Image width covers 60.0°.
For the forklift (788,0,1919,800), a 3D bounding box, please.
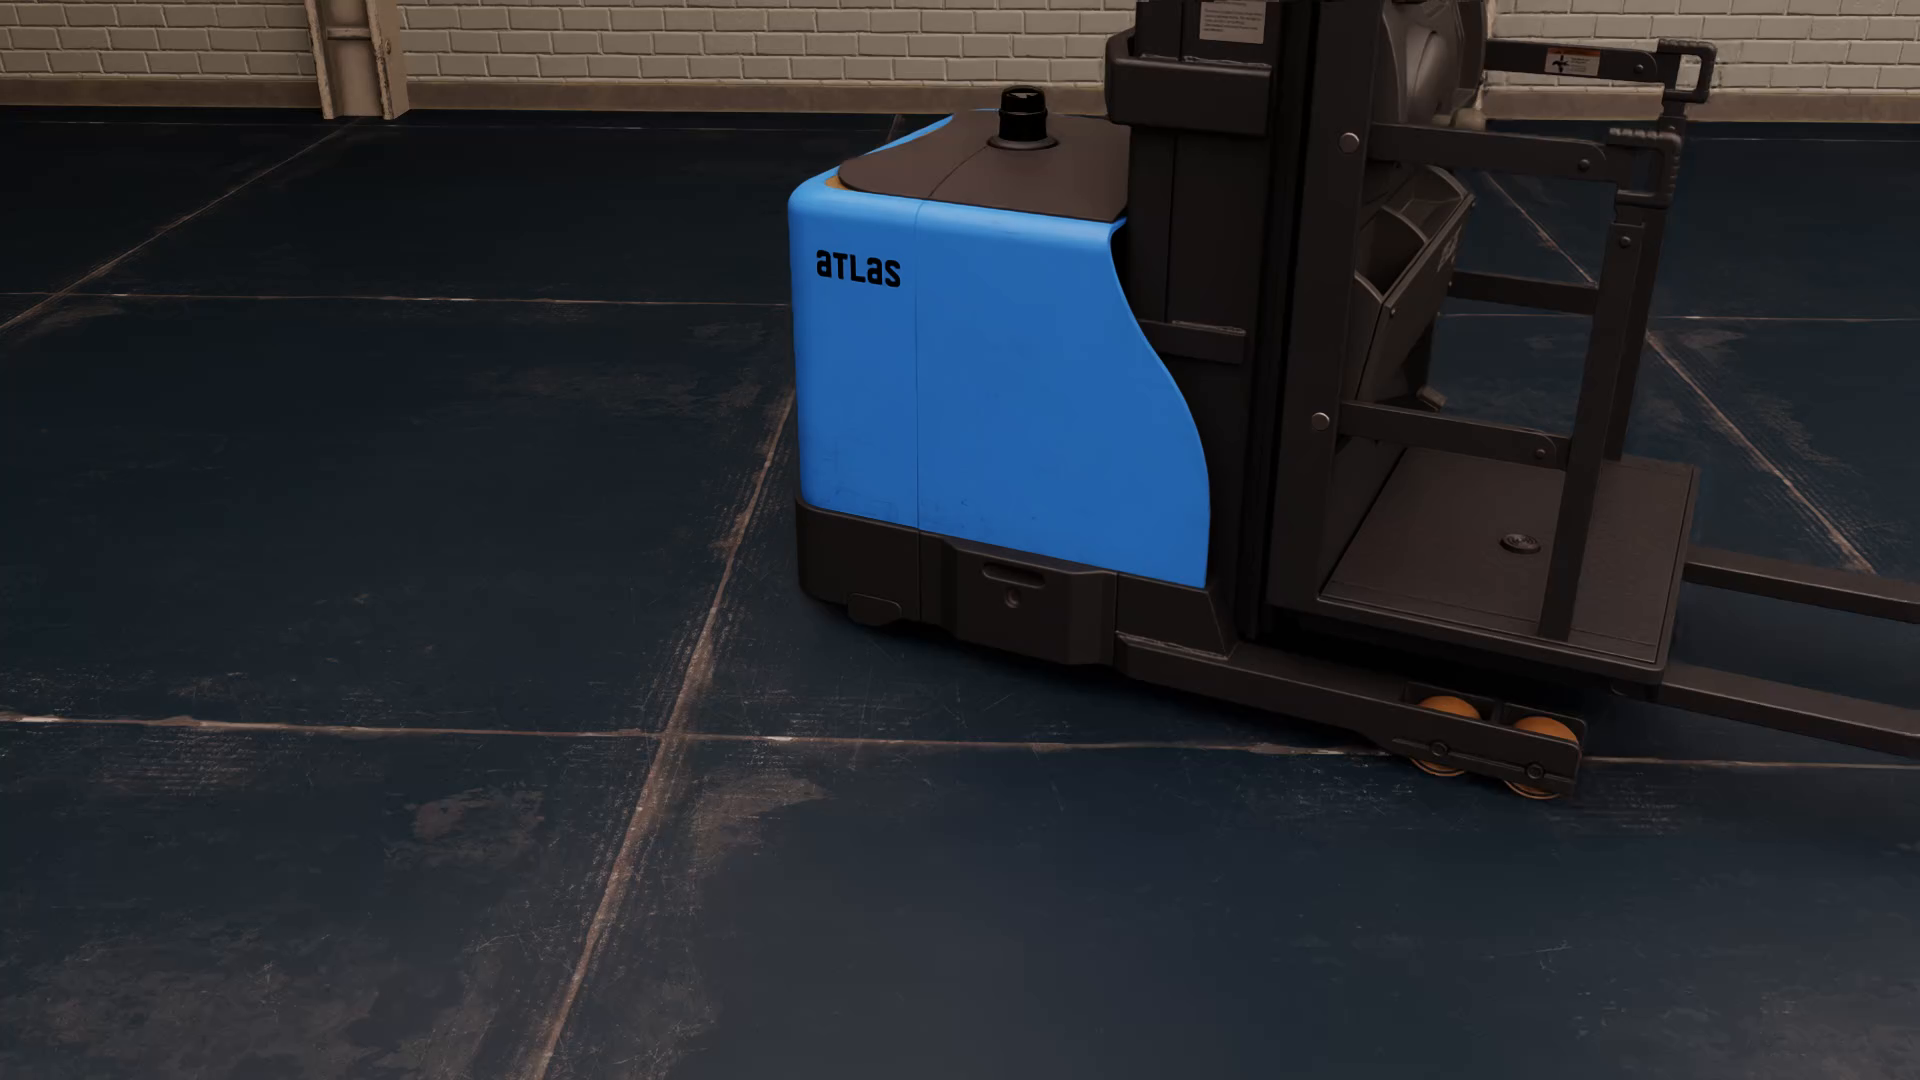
[{"bbox_3d":[1.156,-1.047,3.332,3.031,2.935,1.130,12,29,23],"label":"forklift"}]
